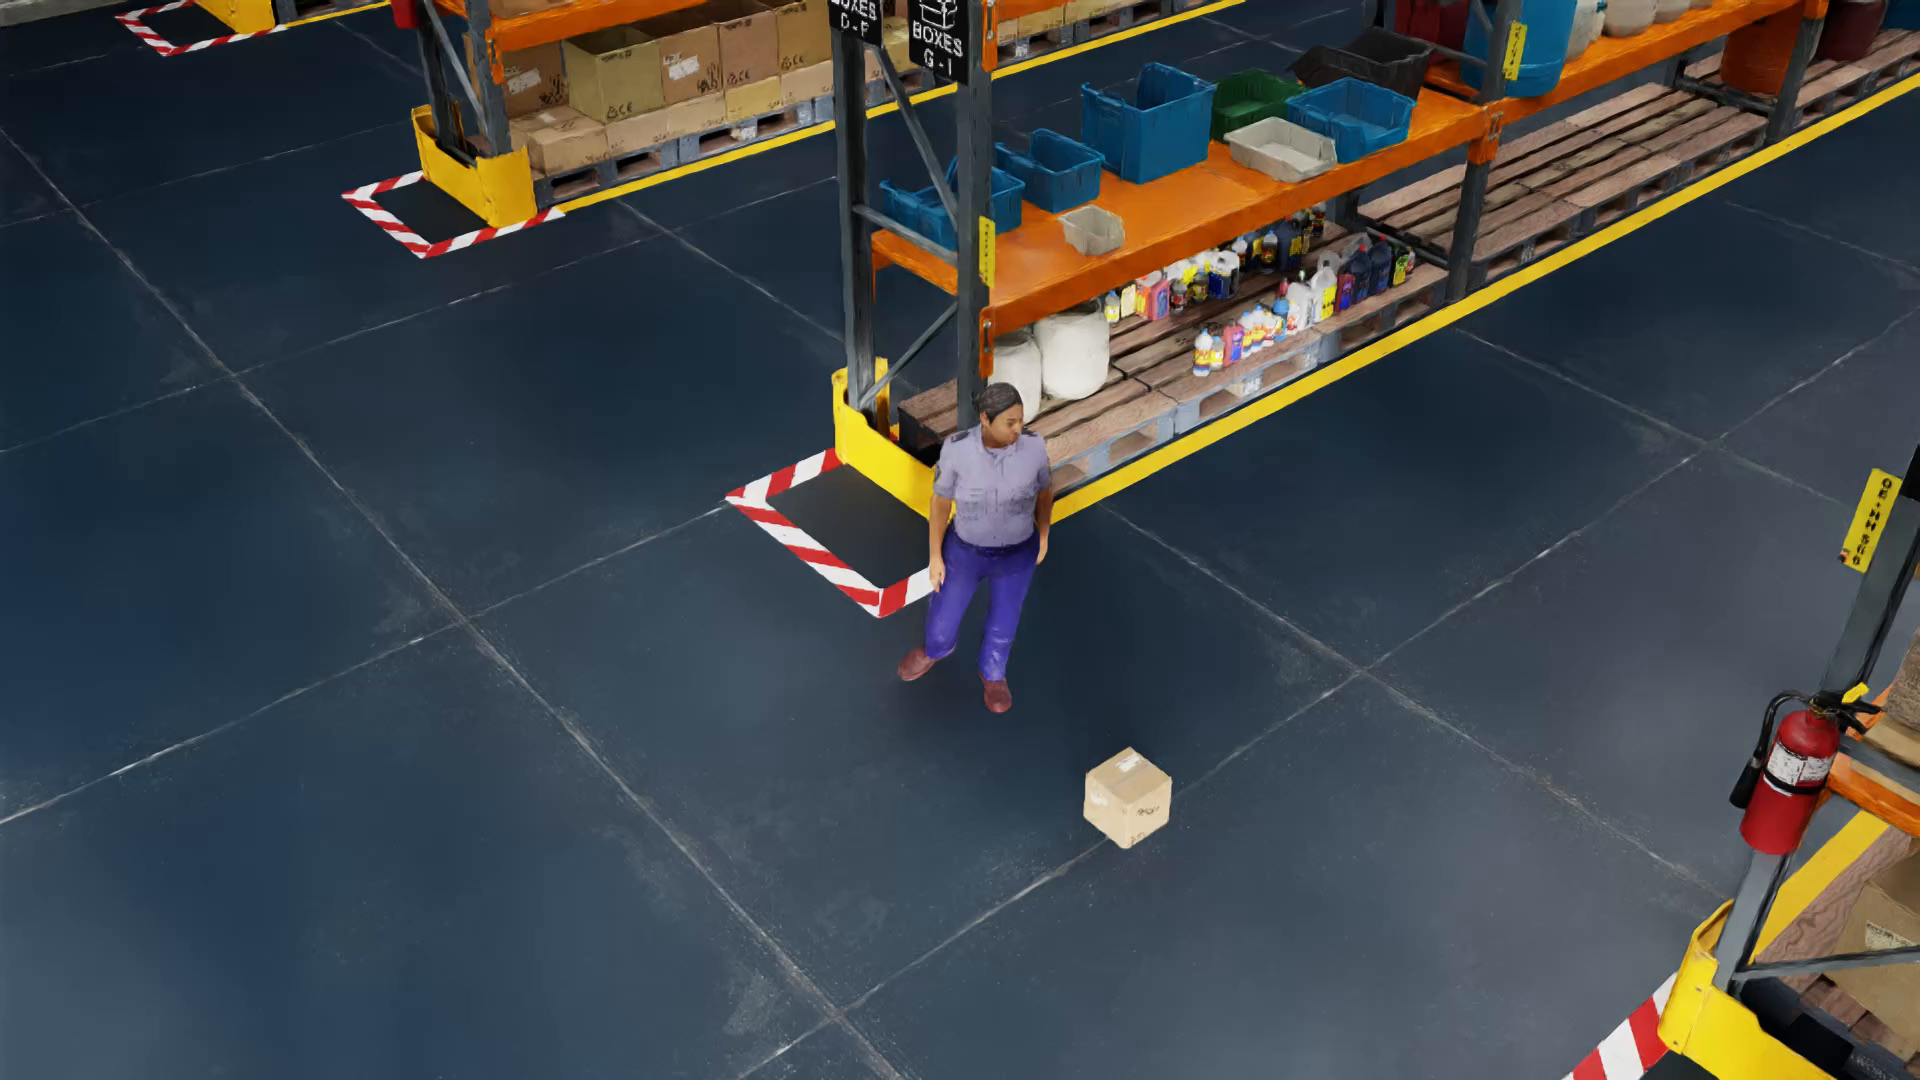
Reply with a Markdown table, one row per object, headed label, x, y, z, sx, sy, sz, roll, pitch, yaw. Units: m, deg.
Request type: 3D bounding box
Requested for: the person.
| label | x | y | z | sx | sy | sz | roll | pitch | yaw |
| --- | --- | --- | --- | --- | --- | --- | --- | --- | --- |
| person | 0.056 | 0.030 | 7.033 | 0.665 | 1.628 | 0.458 | -3 | 36 | -4 |
